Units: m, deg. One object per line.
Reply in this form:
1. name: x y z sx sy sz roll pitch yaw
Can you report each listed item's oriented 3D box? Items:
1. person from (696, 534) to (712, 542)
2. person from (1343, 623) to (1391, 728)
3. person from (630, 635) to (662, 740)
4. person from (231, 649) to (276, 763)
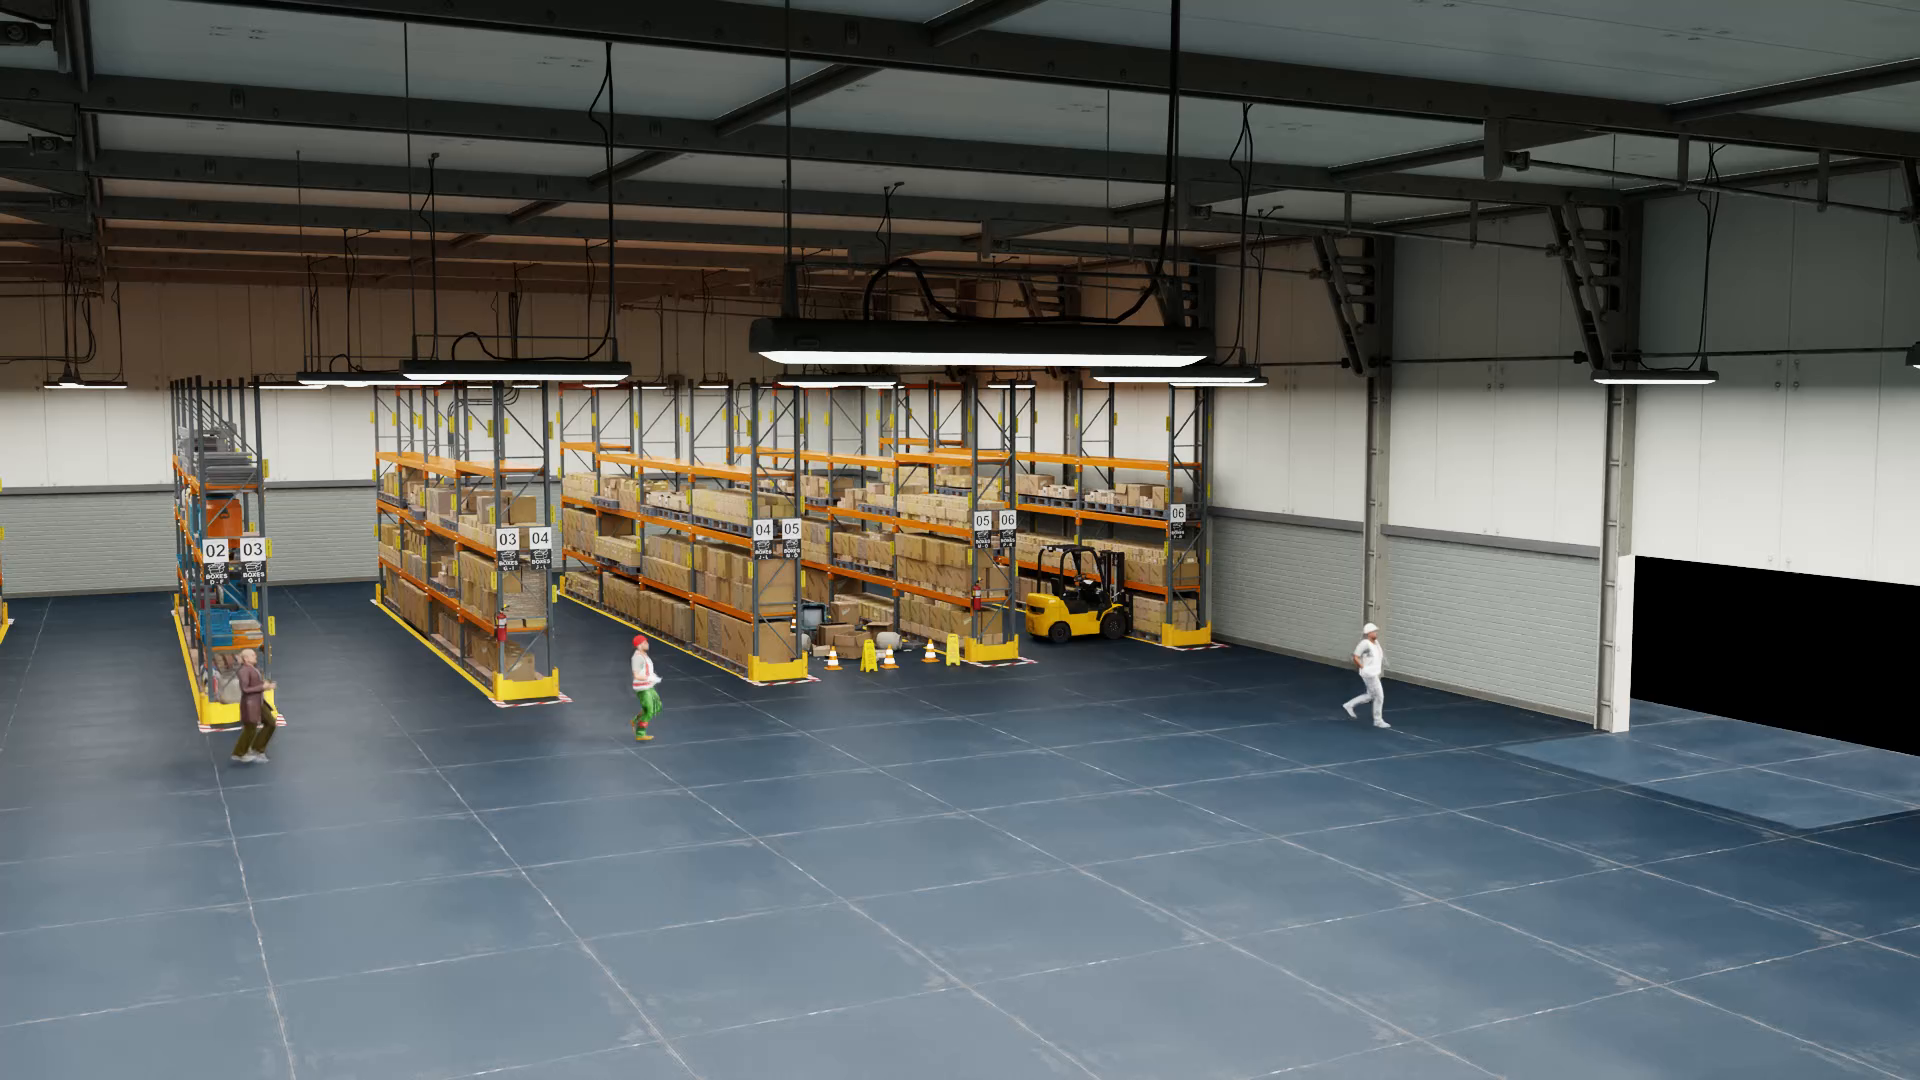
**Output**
1. person: -7.831 0.351 50.526 0.774 1.827 0.657 -3 6 -28
2. person: 7.002 2.310 28.533 0.843 1.780 0.672 3 6 29
3. person: -5.156 2.422 27.298 0.598 1.740 0.648 0 5 2
4. person: -10.859 2.572 25.610 0.754 1.814 0.688 0 5 -1
